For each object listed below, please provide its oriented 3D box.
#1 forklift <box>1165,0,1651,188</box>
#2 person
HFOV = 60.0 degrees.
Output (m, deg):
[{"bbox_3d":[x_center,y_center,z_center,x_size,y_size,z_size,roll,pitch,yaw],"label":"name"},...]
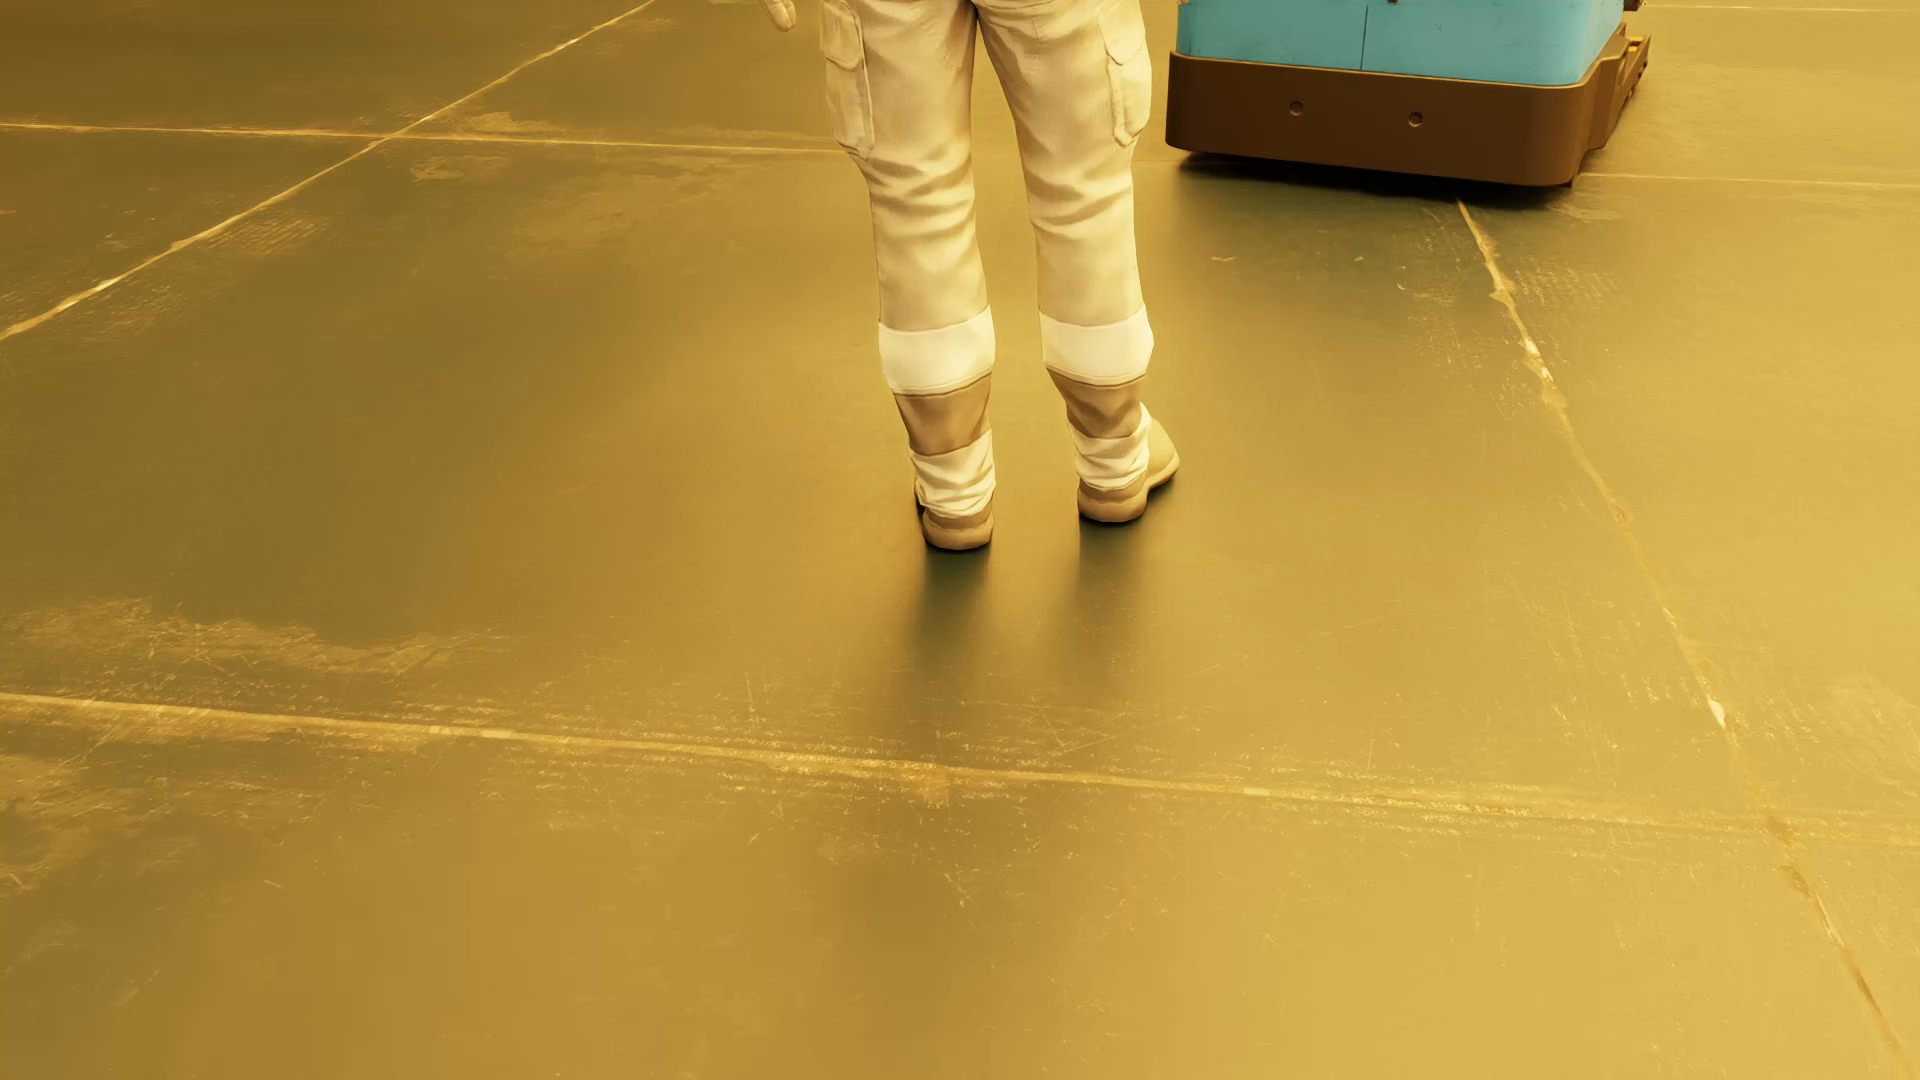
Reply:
[{"bbox_3d":[1.638,-2.808,4.847,1.130,2.935,3.031,12,29,22],"label":"forklift"},{"bbox_3d":[0.023,-0.842,2.167,0.637,1.787,0.564,3,27,7],"label":"person"}]
